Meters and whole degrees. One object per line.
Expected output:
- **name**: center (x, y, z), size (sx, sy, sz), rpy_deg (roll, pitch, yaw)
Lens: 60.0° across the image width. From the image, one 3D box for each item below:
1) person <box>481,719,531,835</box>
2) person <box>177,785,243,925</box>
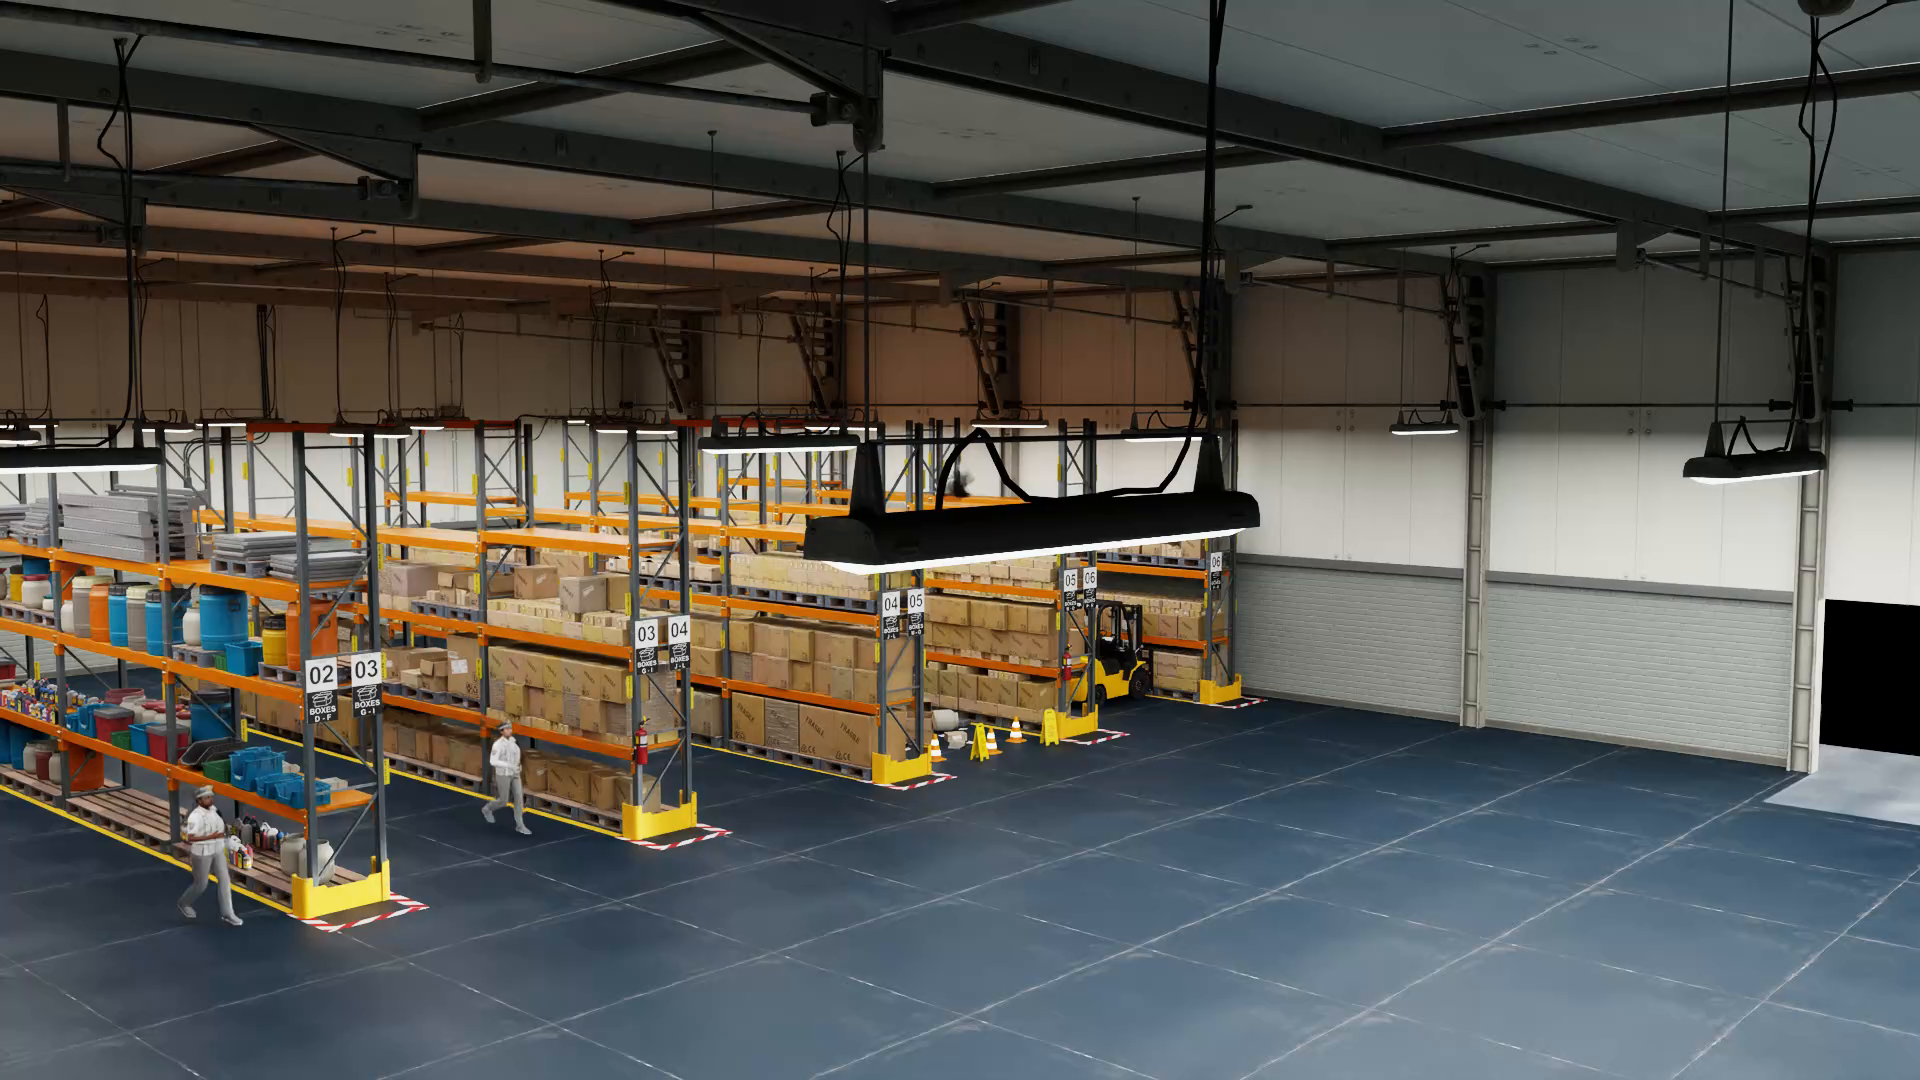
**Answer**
- **person**: center (-6.697, 3.478, 24.566), size (0.896, 1.693, 0.618), rpy_deg (3, 5, 30)
- **person**: center (-9.125, 3.807, 20.179), size (0.898, 1.694, 0.582), rpy_deg (2, 5, 22)
